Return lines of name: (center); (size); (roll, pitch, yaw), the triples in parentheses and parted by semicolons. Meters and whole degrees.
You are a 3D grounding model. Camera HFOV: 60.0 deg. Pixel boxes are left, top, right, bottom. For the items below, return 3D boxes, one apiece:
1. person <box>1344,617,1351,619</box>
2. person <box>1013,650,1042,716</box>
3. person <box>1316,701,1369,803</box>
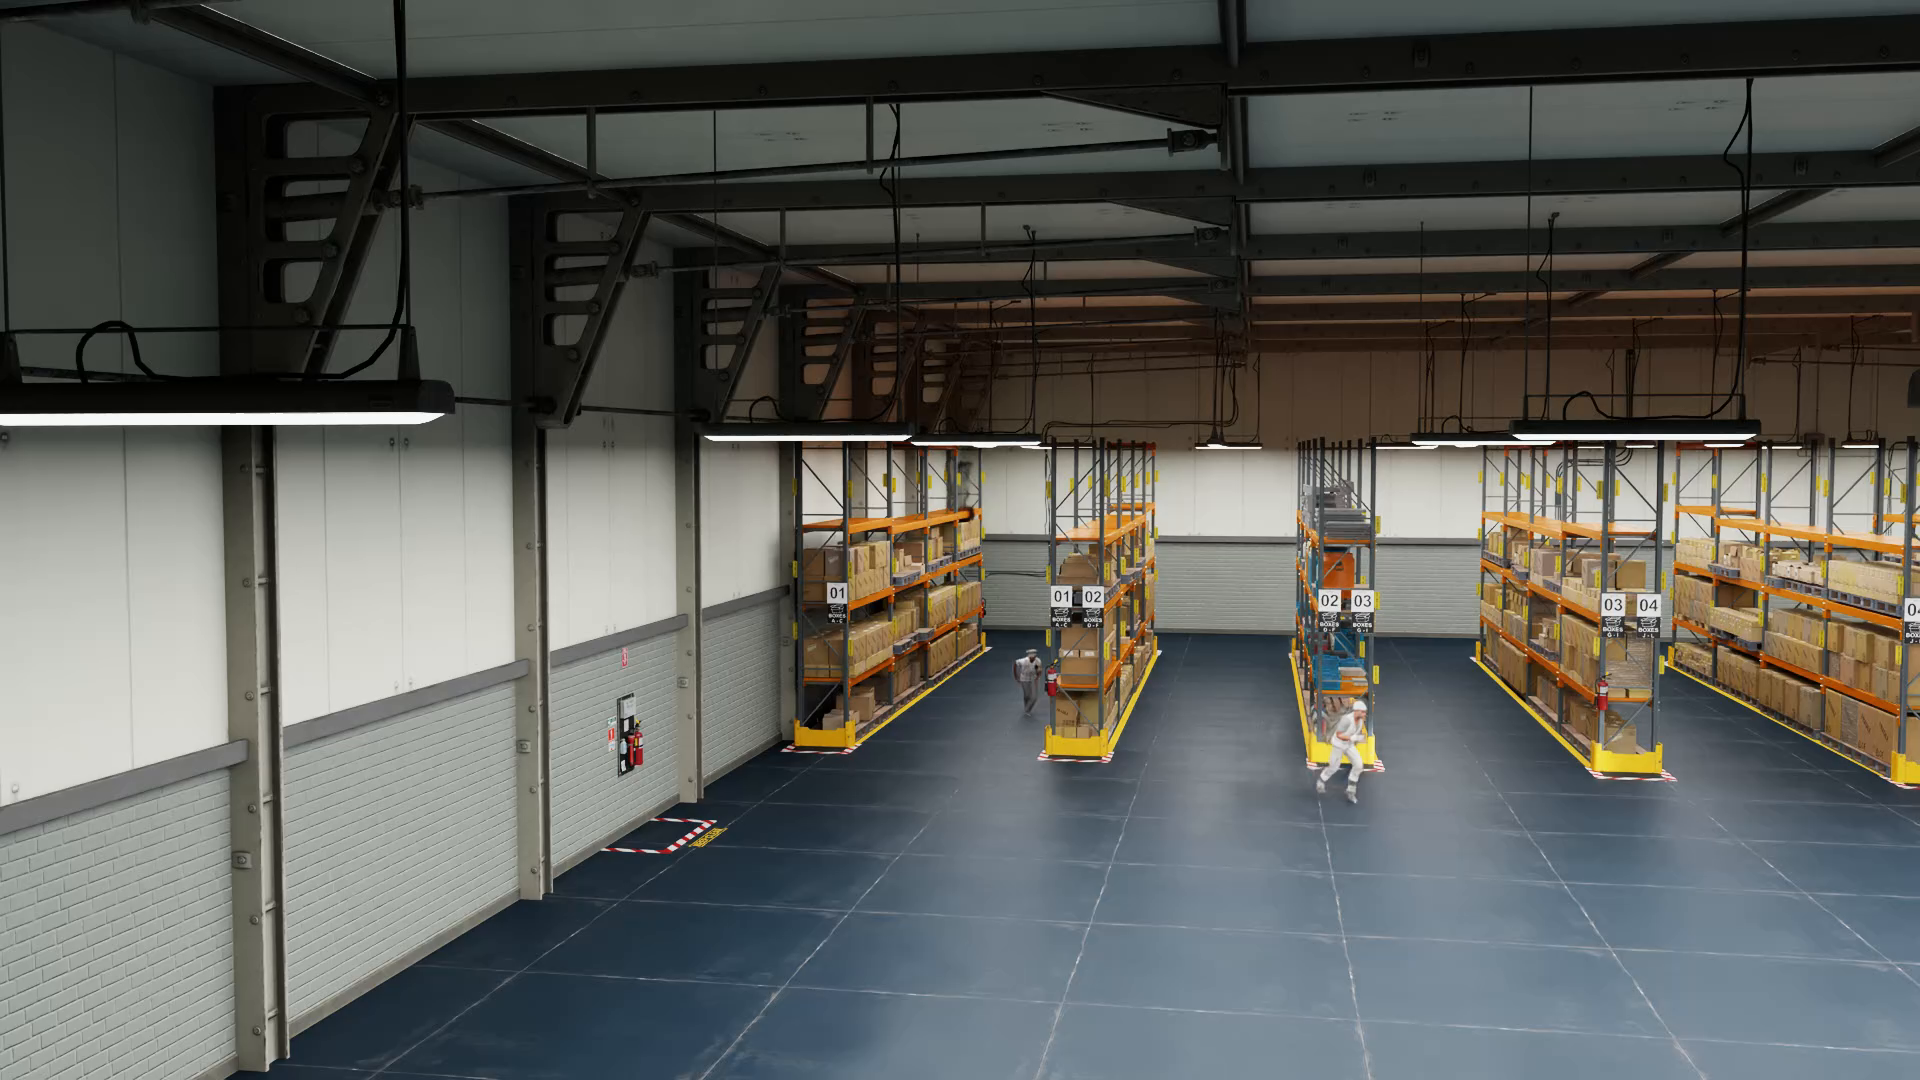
person: (11.077, 2.417, 48.030); (0.954, 1.626, 0.606); (2, 3, 29)
person: (1.466, 3.090, 35.887); (0.597, 1.483, 0.768); (0, 3, -8)
person: (6.300, 3.462, 27.352); (0.707, 1.714, 1.006); (-2, 4, -39)
